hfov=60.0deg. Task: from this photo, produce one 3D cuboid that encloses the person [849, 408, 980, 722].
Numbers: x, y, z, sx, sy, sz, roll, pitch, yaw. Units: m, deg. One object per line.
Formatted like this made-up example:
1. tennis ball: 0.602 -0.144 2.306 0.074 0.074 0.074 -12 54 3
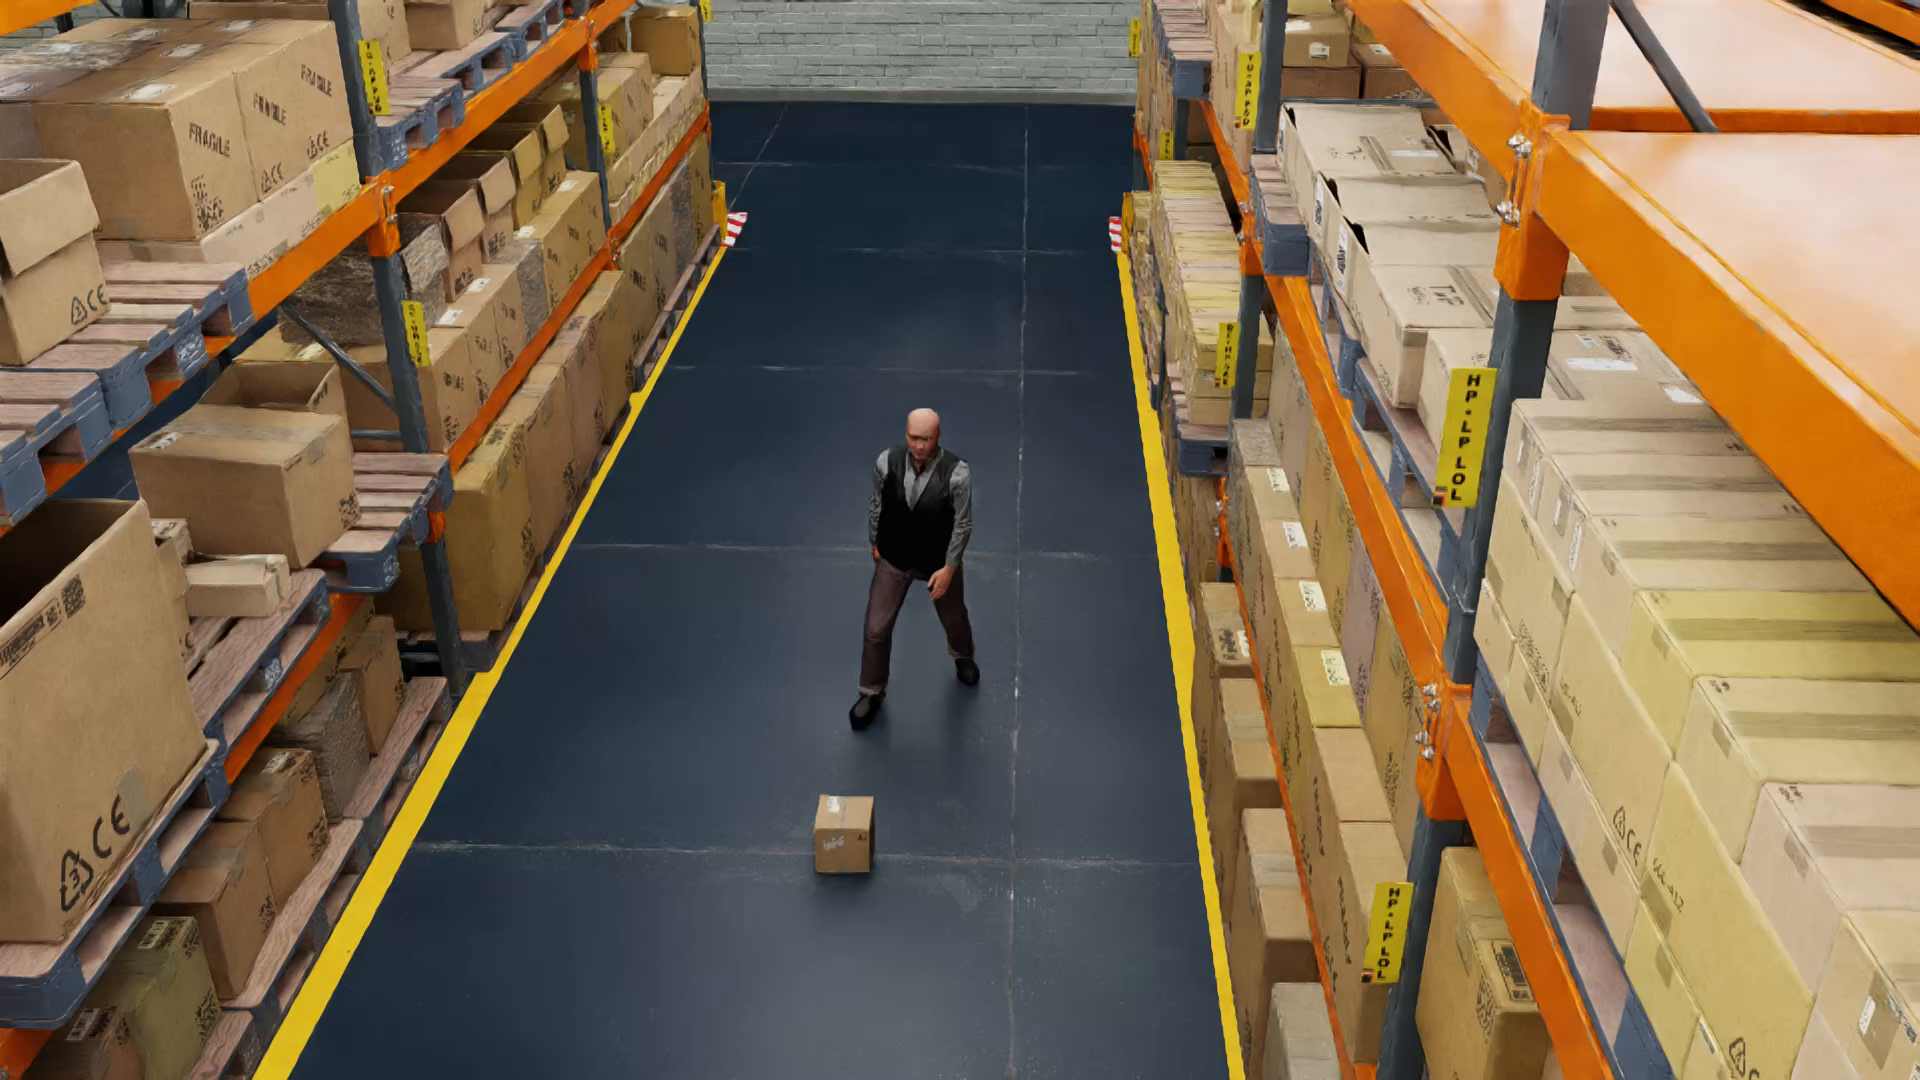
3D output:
1. person: -0.221 0.084 8.522 0.599 1.687 0.800 6 28 11
